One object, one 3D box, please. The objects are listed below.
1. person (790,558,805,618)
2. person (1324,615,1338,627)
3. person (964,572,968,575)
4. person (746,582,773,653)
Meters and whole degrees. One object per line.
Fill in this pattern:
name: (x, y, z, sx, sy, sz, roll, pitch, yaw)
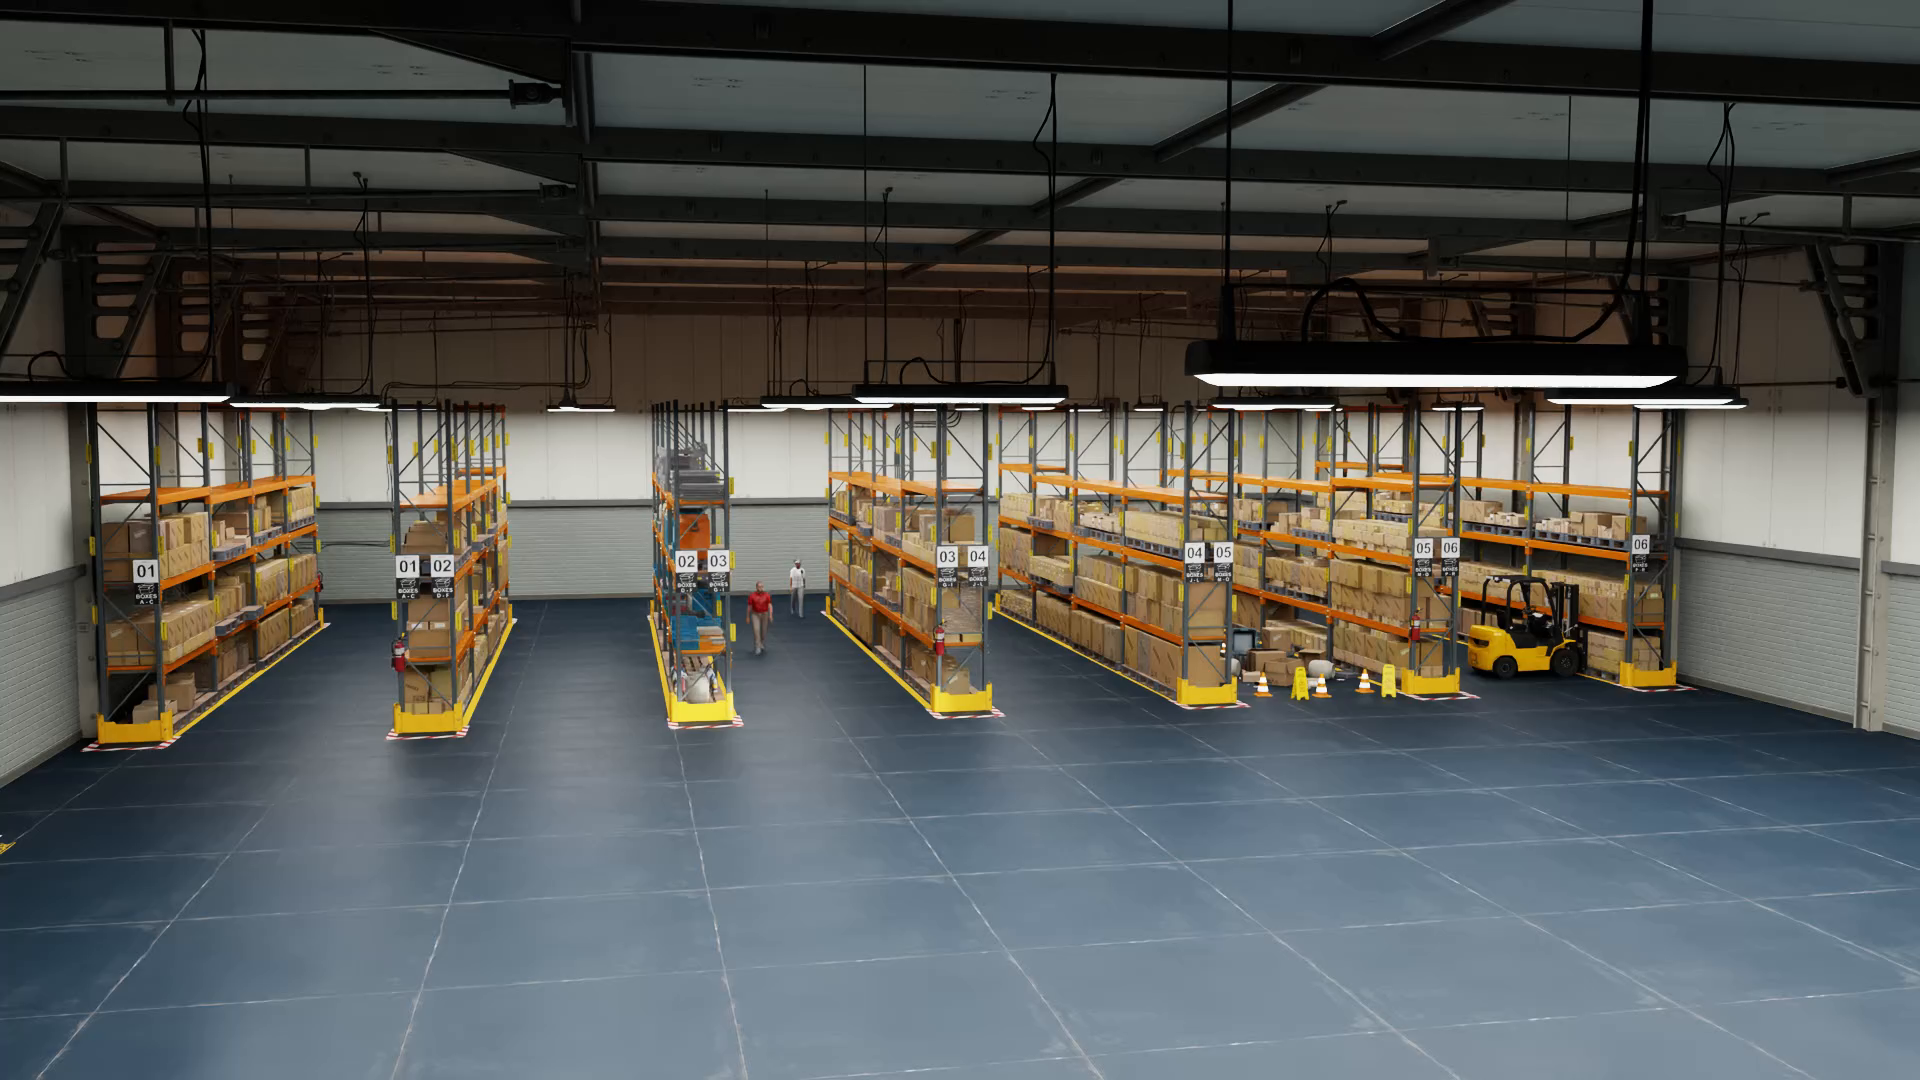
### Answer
person: (-4.590, 1.332, 47.044, 0.431, 1.650, 0.926, -1, 4, -7)
person: (10.049, 1.507, 44.983, 0.519, 1.706, 0.369, -4, 6, -44)
person: (0.397, 1.001, 52.089, 0.766, 1.561, 0.562, -2, 5, -26)
person: (-4.797, 1.848, 39.995, 0.594, 1.658, 1.062, -2, 5, -21)
